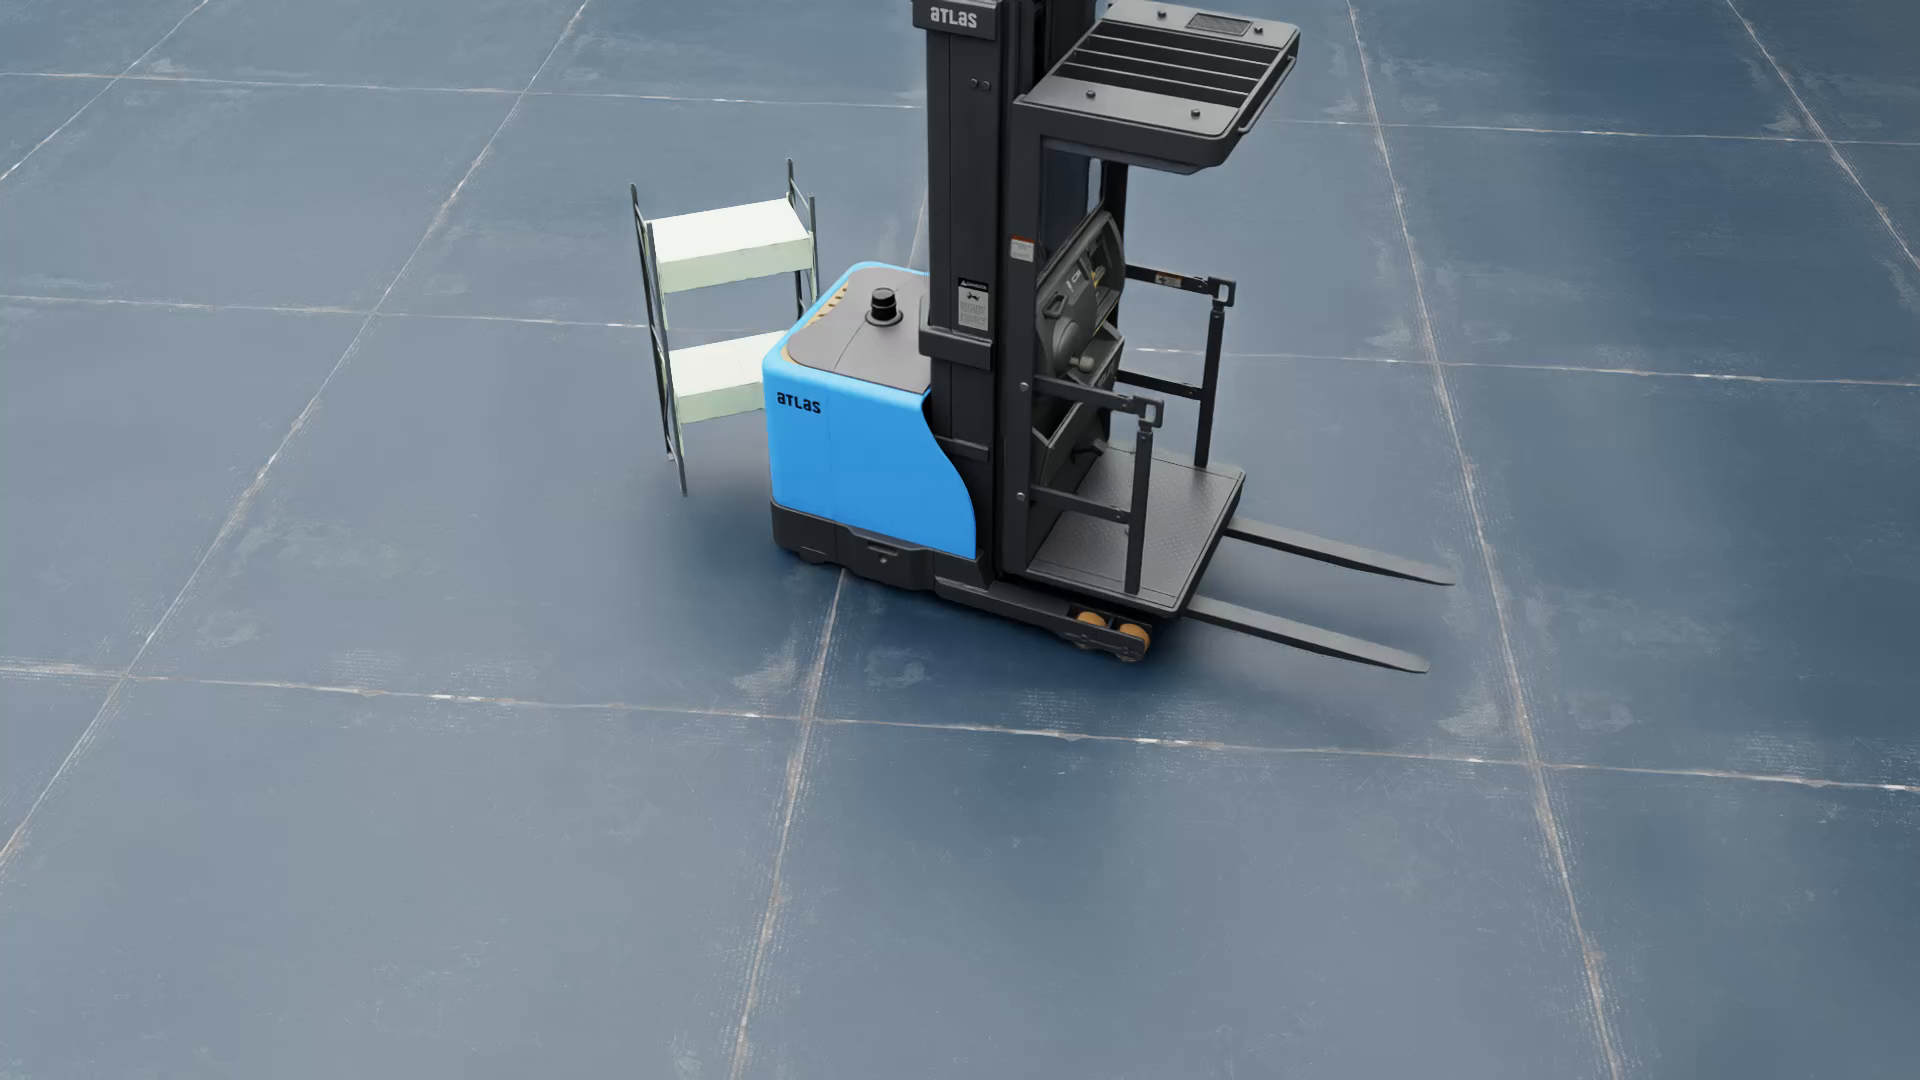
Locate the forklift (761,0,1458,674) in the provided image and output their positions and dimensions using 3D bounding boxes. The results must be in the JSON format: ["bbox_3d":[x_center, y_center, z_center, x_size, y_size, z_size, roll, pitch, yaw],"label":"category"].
[{"bbox_3d":[0.685,-0.989,6.814,3.031,2.935,1.130,15,42,18],"label":"forklift"}]

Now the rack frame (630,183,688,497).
[{"bbox_3d":[-1.419,-0.916,7.858,0.023,1.500,0.400,-13,41,-15],"label":"rack frame"}]

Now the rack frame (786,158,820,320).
[{"bbox_3d":[-0.729,-1.072,8.050,0.023,1.500,0.400,-13,41,-15],"label":"rack frame"}]

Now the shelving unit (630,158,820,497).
[{"bbox_3d":[-1.074,-0.994,7.954,0.755,1.500,0.431,-13,41,-15],"label":"shelving unit"}]

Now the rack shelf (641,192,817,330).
[{"bbox_3d":[-1.074,-1.297,7.708,0.720,0.370,0.431,-13,41,-15],"label":"rack shelf"}]

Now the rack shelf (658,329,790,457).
[{"bbox_3d":[-1.074,-0.741,8.160,0.720,0.370,0.431,-13,41,-15],"label":"rack shelf"}]
